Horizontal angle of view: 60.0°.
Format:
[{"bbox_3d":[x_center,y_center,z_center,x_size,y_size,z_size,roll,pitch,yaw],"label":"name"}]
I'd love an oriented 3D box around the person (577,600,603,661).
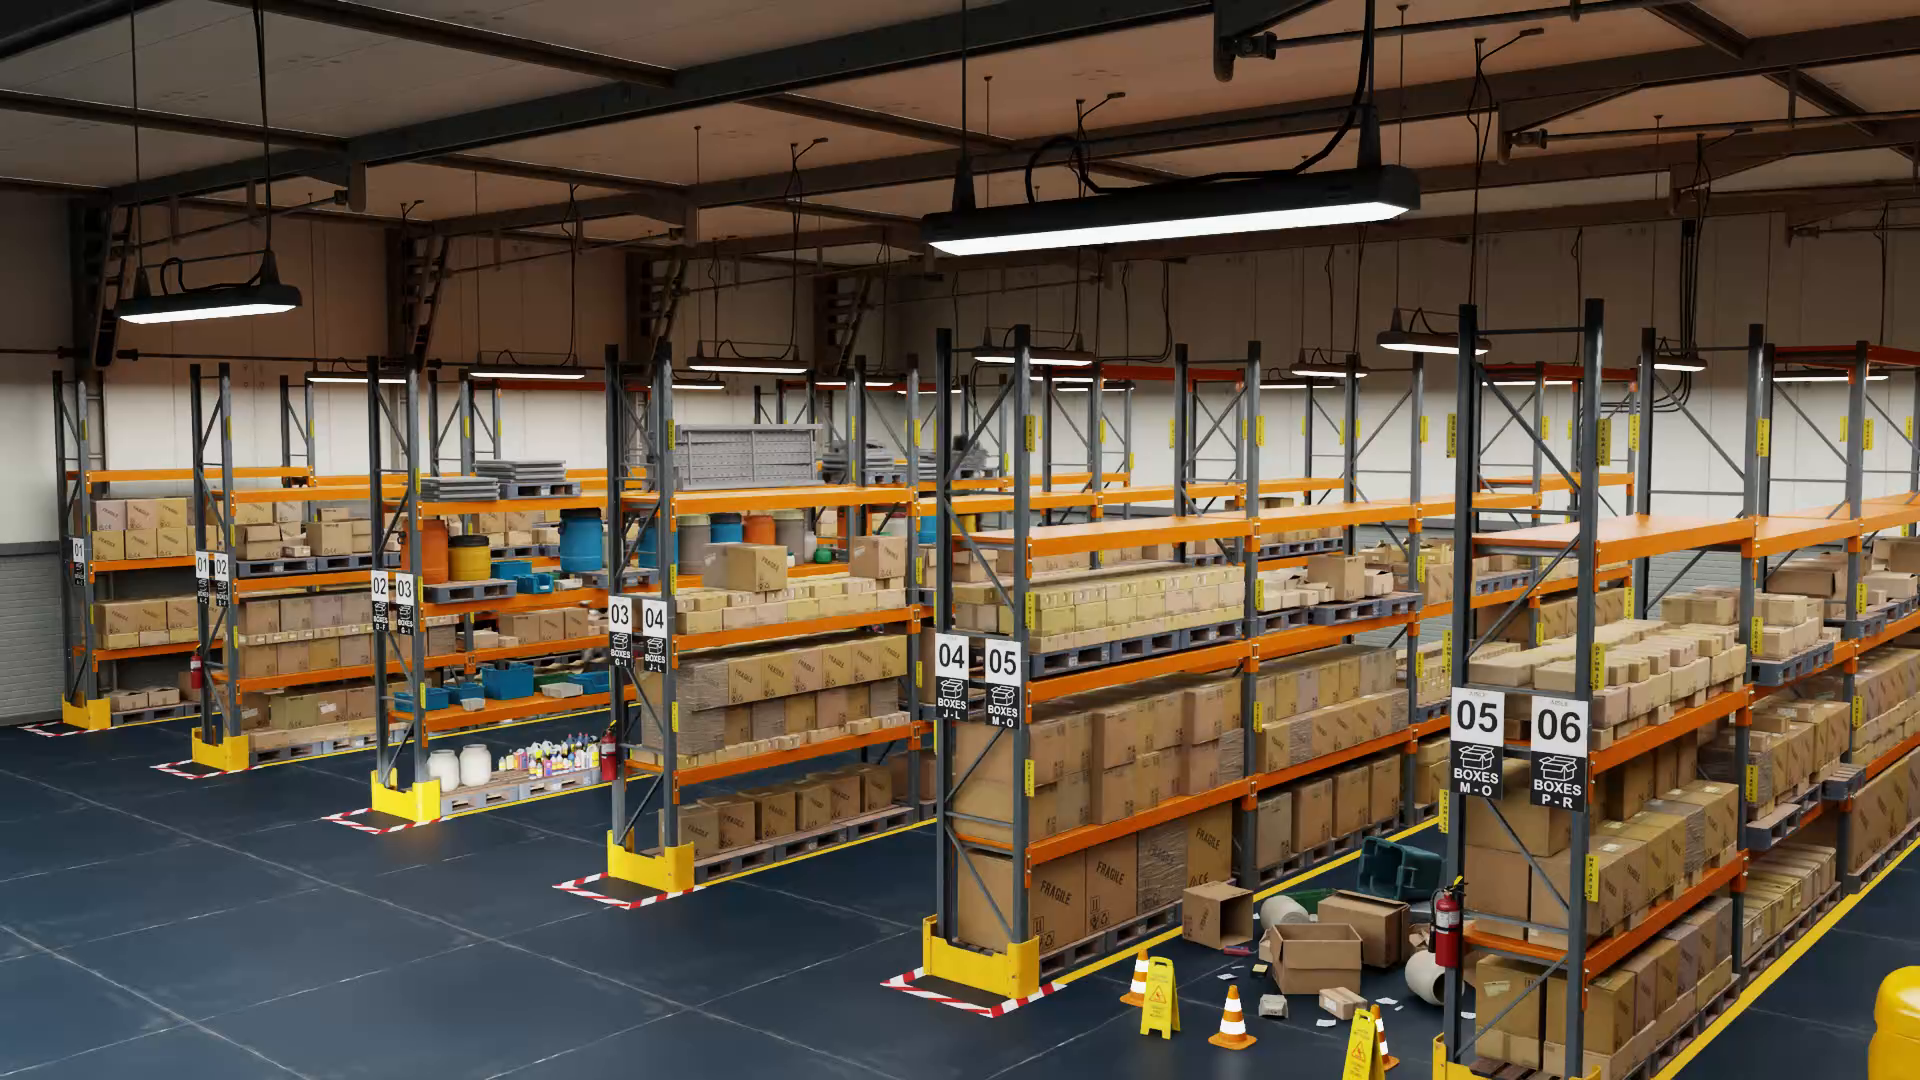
[{"bbox_3d":[-7.160,1.962,32.301,0.680,1.751,0.948,2,4,23],"label":"person"}]
